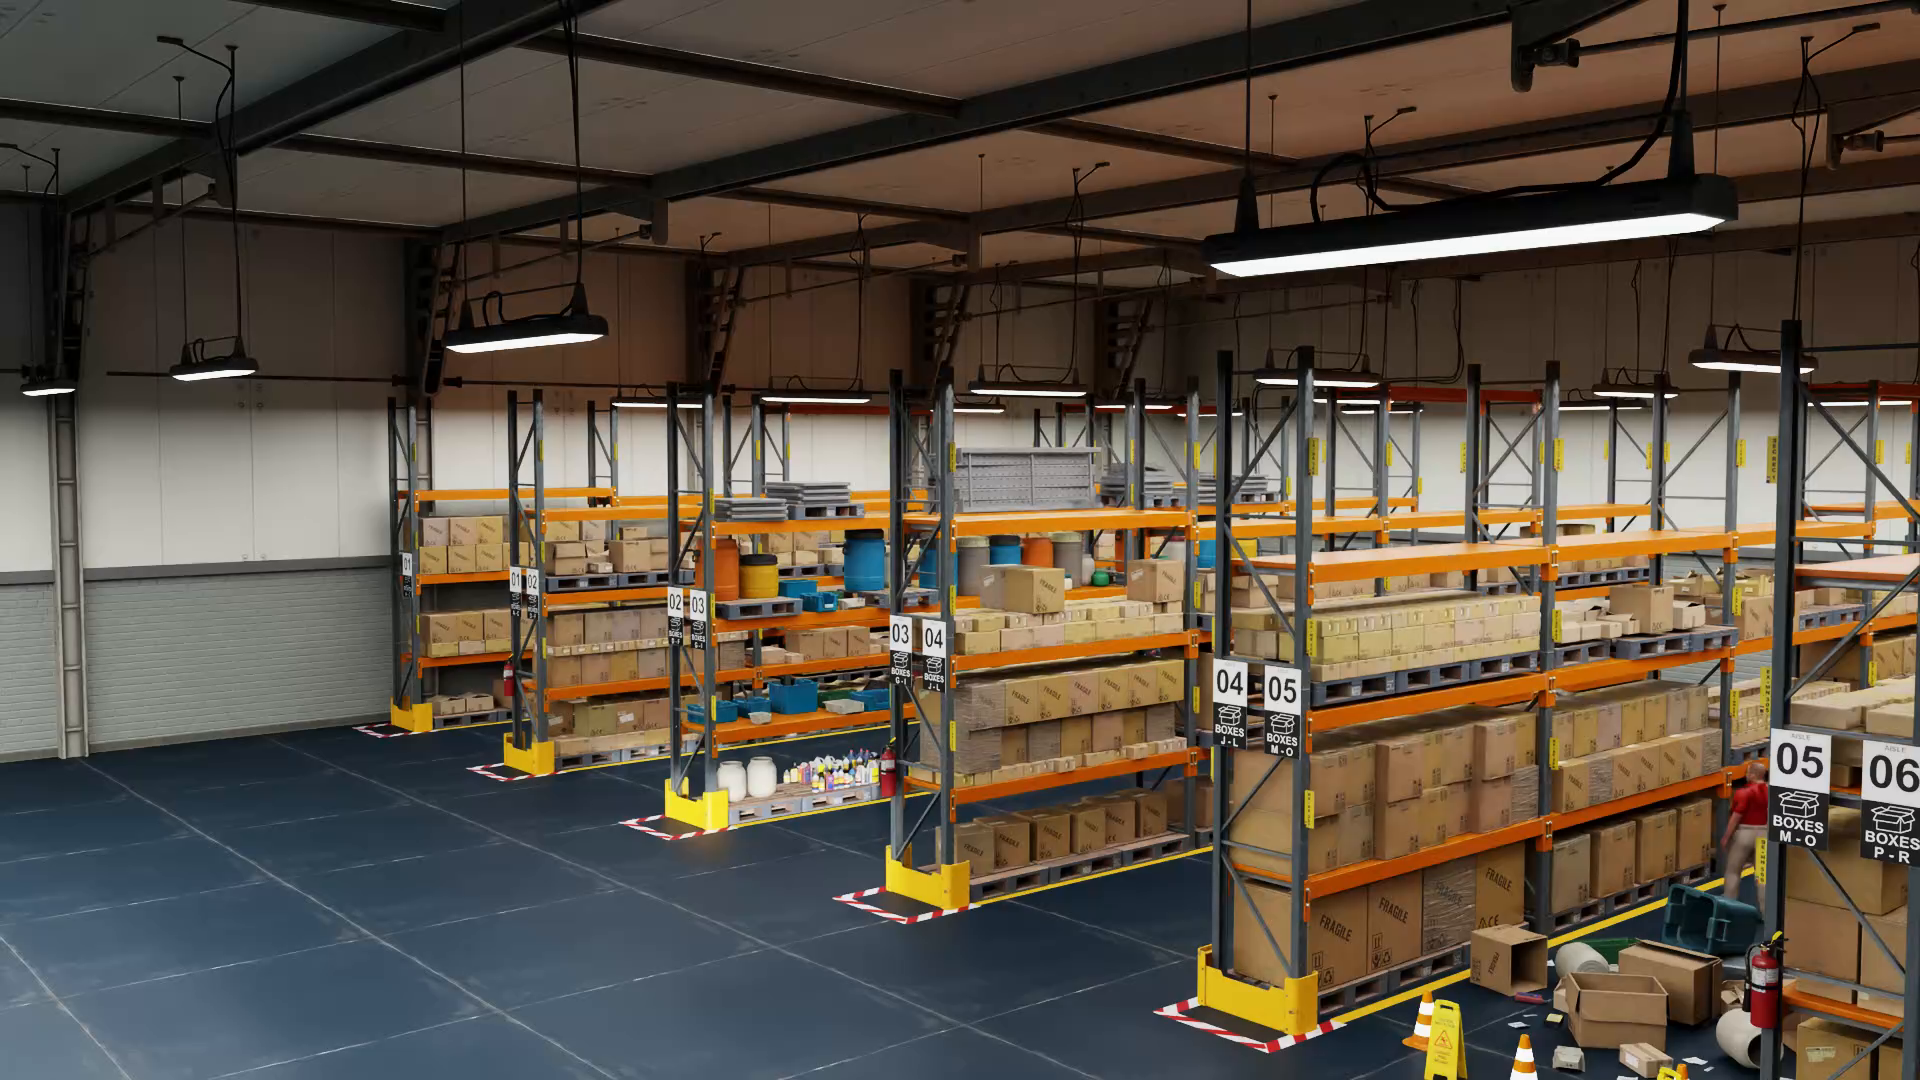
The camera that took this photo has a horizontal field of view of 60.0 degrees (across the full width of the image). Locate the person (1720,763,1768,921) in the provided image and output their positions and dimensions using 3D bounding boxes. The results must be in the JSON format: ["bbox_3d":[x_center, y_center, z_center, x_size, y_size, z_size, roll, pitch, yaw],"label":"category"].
[{"bbox_3d":[8.552,3.261,17.993,0.605,1.731,0.394,0,3,6],"label":"person"}]

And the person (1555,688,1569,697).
[{"bbox_3d":[8.463,2.938,23.585,0.392,1.685,0.611,1,4,19],"label":"person"}]
